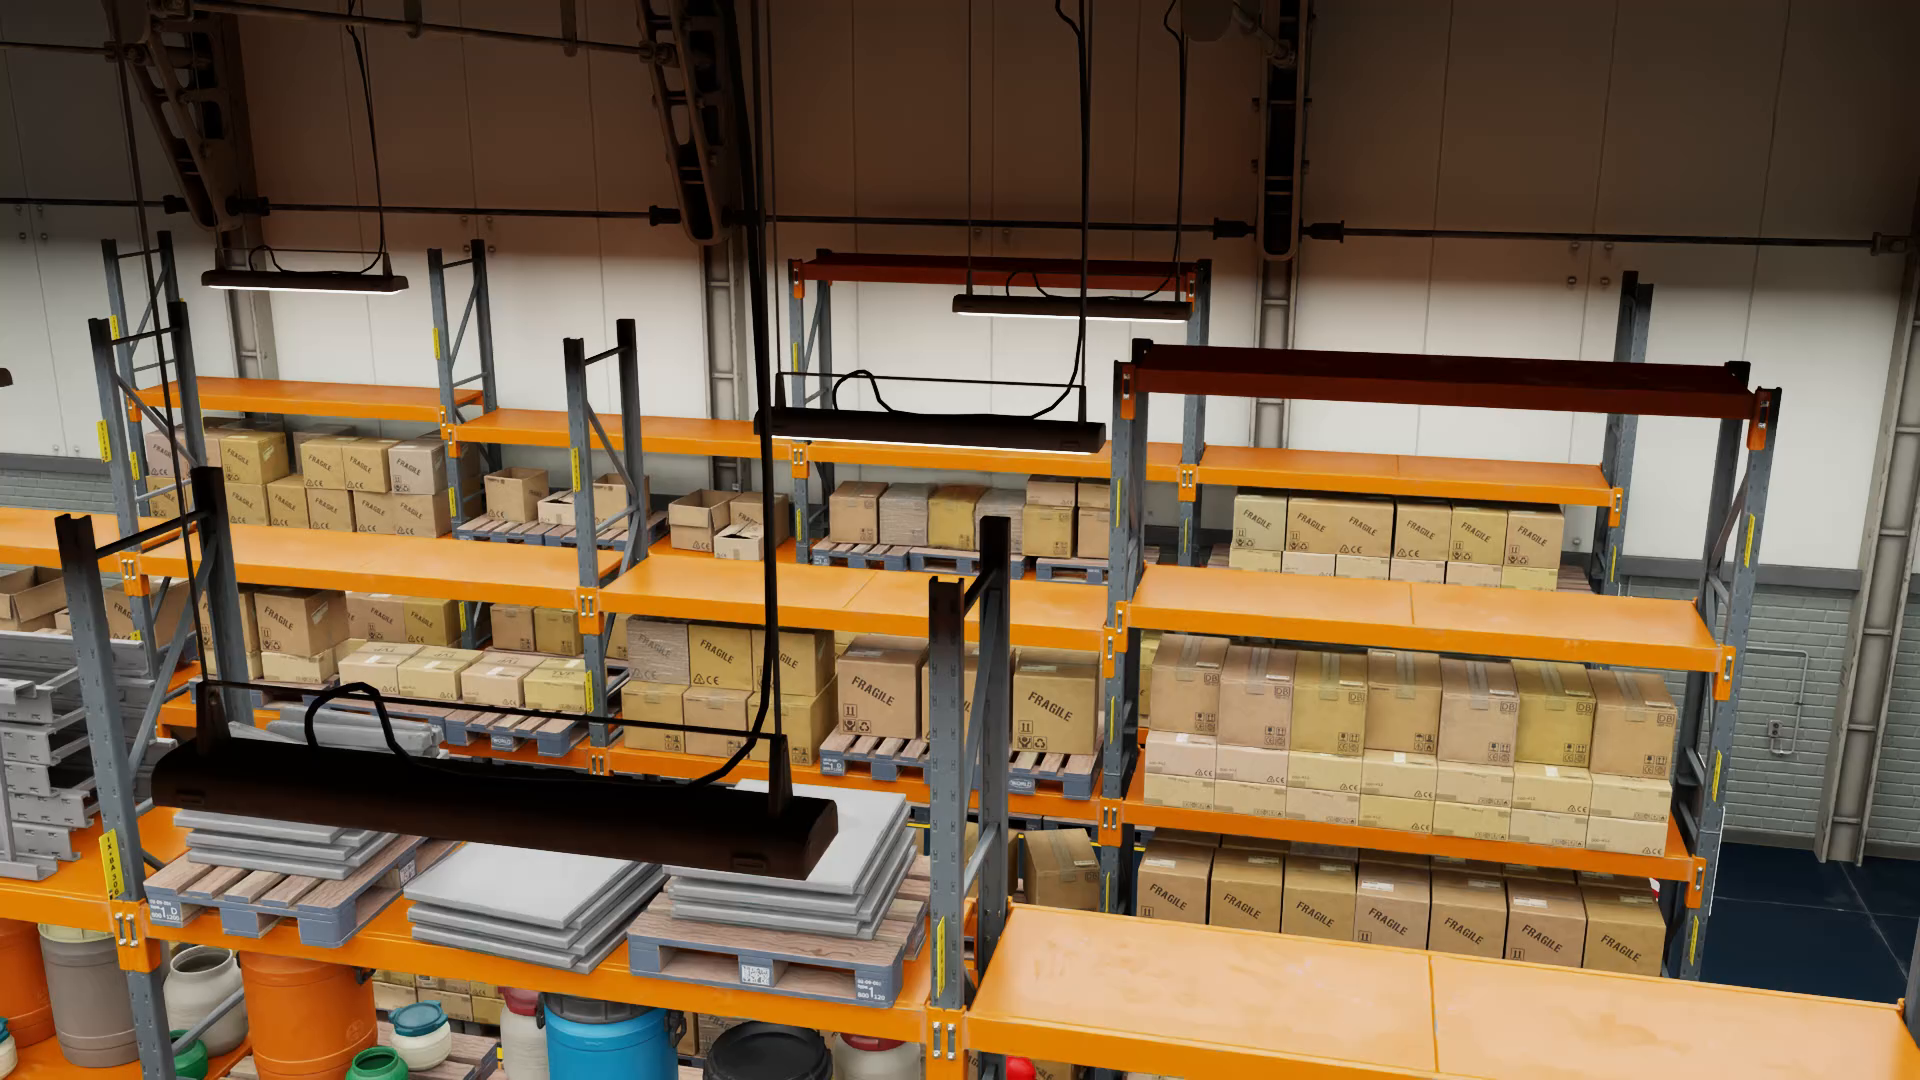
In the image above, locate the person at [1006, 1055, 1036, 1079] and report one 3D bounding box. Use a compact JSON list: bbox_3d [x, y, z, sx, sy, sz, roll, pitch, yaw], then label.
[{"bbox_3d":[0.524,4.211,10.994,0.619,1.688,0.696,6,17,19],"label":"person"}]
